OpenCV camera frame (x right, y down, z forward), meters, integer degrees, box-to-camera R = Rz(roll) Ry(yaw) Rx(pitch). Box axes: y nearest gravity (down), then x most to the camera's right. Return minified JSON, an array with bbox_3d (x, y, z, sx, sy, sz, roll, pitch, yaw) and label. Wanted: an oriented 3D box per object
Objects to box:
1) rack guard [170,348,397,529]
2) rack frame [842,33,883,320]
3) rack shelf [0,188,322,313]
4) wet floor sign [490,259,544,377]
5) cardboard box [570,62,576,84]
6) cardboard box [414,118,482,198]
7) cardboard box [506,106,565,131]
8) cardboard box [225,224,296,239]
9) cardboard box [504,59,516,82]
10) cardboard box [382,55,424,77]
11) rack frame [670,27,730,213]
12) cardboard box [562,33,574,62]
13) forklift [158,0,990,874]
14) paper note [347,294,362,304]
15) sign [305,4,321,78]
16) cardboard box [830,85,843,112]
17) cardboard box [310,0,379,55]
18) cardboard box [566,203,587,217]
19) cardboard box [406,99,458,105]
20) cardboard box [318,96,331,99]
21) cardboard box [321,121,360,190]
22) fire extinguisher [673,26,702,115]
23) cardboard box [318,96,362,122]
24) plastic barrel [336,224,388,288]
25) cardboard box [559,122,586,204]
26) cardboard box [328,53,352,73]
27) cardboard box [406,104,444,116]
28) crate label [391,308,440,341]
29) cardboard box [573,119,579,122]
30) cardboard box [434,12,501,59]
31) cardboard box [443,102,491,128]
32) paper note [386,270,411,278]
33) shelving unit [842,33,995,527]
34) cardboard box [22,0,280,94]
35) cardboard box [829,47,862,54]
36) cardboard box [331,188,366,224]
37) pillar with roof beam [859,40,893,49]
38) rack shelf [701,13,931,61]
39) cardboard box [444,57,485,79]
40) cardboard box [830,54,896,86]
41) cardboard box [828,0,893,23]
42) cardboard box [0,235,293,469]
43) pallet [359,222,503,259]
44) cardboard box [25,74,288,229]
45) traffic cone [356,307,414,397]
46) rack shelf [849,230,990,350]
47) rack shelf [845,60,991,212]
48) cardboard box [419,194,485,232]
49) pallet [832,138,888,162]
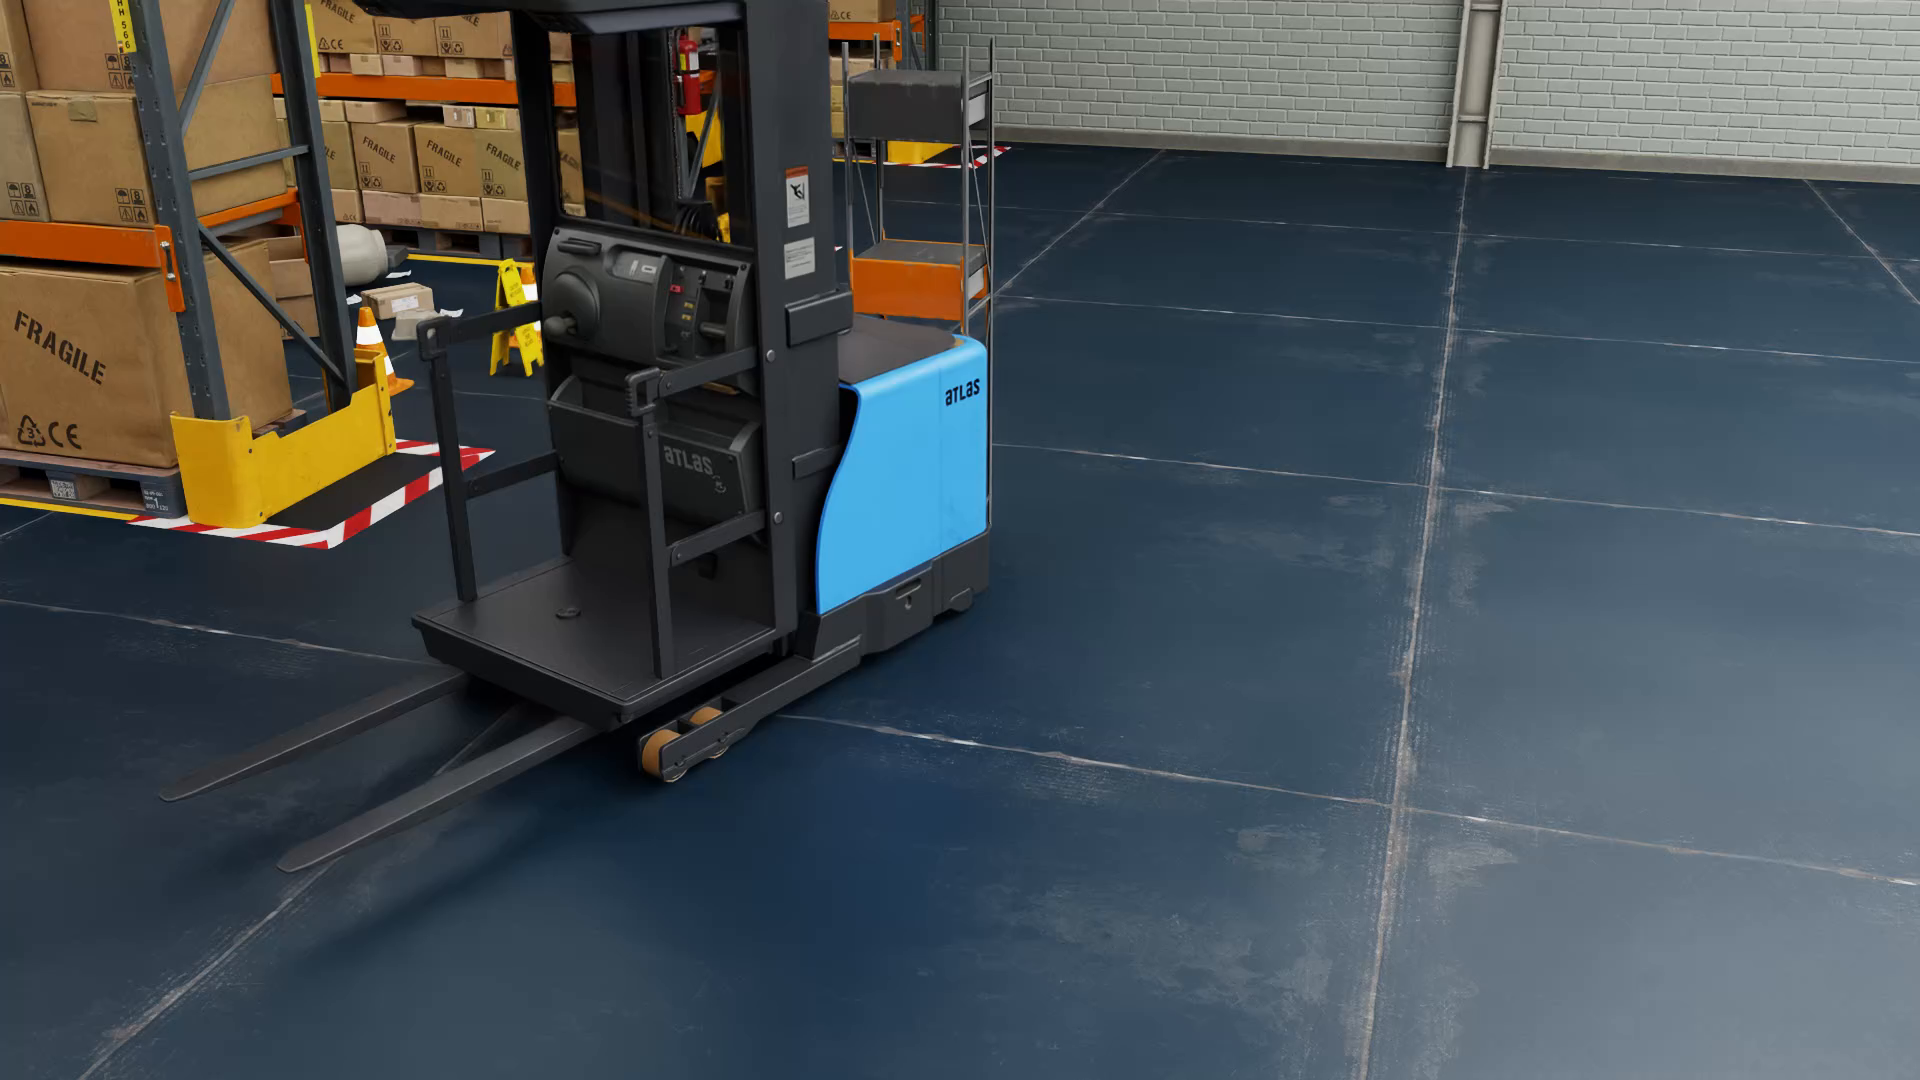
[{"bbox_3d":[-3.155,-0.505,7.843,0.348,0.500,1.175,7,23,16],"label":"rack guard"},{"bbox_3d":[-0.392,-1.016,6.981,0.015,2.100,0.400,7,23,16],"label":"rack frame"},{"bbox_3d":[-5.092,-1.551,8.046,4.000,0.370,1.077,7,23,16],"label":"rack shelf"},{"bbox_3d":[-2.578,-1.291,9.568,0.232,0.644,0.267,3,22,6],"label":"wet floor sign"},{"bbox_3d":[-2.539,-3.308,11.714,0.250,0.149,0.380,6,23,15],"label":"cardboard box"},{"bbox_3d":[-3.669,-2.850,12.347,0.500,0.500,0.500,6,23,14],"label":"cardboard box"},{"bbox_3d":[-3.058,-3.052,11.985,0.250,0.149,0.380,7,23,17],"label":"cardboard box"},{"bbox_3d":[-5.041,-2.145,11.838,0.500,0.500,0.500,-14,26,-30],"label":"cardboard box"},{"bbox_3d":[-3.033,-3.362,11.844,0.250,0.149,0.380,7,23,16],"label":"cardboard box"},{"bbox_3d":[-3.994,-3.484,12.142,0.250,0.149,0.380,6,23,15],"label":"cardboard box"},{"bbox_3d":[-1.845,-3.474,11.786,0.127,3.000,1.000,7,23,16],"label":"rack frame"},{"bbox_3d":[-2.444,-3.617,11.612,0.500,0.500,0.500,6,23,15],"label":"cardboard box"},{"bbox_3d":[-1.171,-0.785,5.323,1.130,2.935,3.031,16,27,34],"label":"forklift"},{"bbox_3d":[-4.094,-1.623,11.202,0.142,0.019,0.148,16,27,34],"label":"paper note"},{"bbox_3d":[-3.012,-2.303,7.686,0.005,0.325,0.100,7,23,16],"label":"sign"},{"bbox_3d":[-0.971,-4.371,16.385,0.500,0.250,0.500,6,23,15],"label":"cardboard box"},{"bbox_3d":[-4.369,-3.840,12.156,0.500,0.500,0.500,6,23,15],"label":"cardboard box"},{"bbox_3d":[-2.719,-2.390,12.213,0.500,0.250,0.500,6,23,15],"label":"cardboard box"},{"bbox_3d":[-5.487,-4.953,17.968,0.625,0.625,0.875,6,23,15],"label":"cardboard box"},{"bbox_3d":[-6.852,-5.108,18.347,0.625,0.625,0.875,7,23,17],"label":"cardboard box"},{"bbox_3d":[-4.671,-2.964,12.626,0.500,0.500,0.500,8,23,18],"label":"cardboard box"},{"bbox_3d":[-1.868,-3.258,11.362,0.183,0.674,0.296,7,23,16],"label":"fire extinguisher"},{"bbox_3d":[-4.592,-3.228,12.413,0.250,0.149,0.380,7,23,18],"label":"cardboard box"},{"bbox_3d":[-4.259,-1.958,11.486,0.512,0.421,0.421,-14,26,-30],"label":"plastic barrel"},{"bbox_3d":[-2.687,-2.736,12.069,0.500,0.500,0.500,7,23,16],"label":"cardboard box"},{"bbox_3d":[-4.454,-3.561,12.329,0.250,0.149,0.380,6,23,15],"label":"cardboard box"},{"bbox_3d":[-4.054,-3.104,12.965,0.500,0.500,0.500,8,24,18],"label":"cardboard box"},{"bbox_3d":[-3.395,-1.351,10.383,0.298,0.136,0.250,-5,23,-12],"label":"crate label"},{"bbox_3d":[-2.560,-2.934,12.553,0.500,0.500,0.500,6,23,14],"label":"cardboard box"},{"bbox_3d":[-3.400,-3.730,11.887,0.500,0.500,0.500,6,23,15],"label":"cardboard box"},{"bbox_3d":[-3.549,-3.110,12.127,0.250,0.149,0.380,8,23,18],"label":"cardboard box"},{"bbox_3d":[-4.001,-1.897,11.855,0.148,0.019,0.142,-1,22,-3],"label":"paper note"},{"bbox_3d":[-0.158,-0.990,6.916,0.503,2.100,0.431,7,23,16],"label":"shelving unit"},{"bbox_3d":[-3.522,-2.288,7.275,0.550,0.550,0.875,7,23,16],"label":"cardboard box"},{"bbox_3d":[-1.299,-4.837,16.863,0.500,0.250,0.500,7,23,16],"label":"cardboard box"},{"bbox_3d":[-4.673,-2.617,12.768,0.500,0.250,0.500,8,24,19],"label":"cardboard box"},{"bbox_3d":[-2.064,-6.893,12.217,0.400,9.000,9.100,7,23,16],"label":"pillar with roof beam"},{"bbox_3d":[-2.329,-5.164,16.855,4.000,0.370,1.077,7,23,16],"label":"rack shelf"},{"bbox_3d":[-3.509,-3.436,12.024,0.250,0.149,0.380,6,23,15],"label":"cardboard box"},{"bbox_3d":[-0.945,-4.600,16.283,0.500,0.250,0.500,7,23,17],"label":"cardboard box"},{"bbox_3d":[-0.961,-5.283,16.064,0.500,0.500,0.500,6,23,14],"label":"cardboard box"},{"bbox_3d":[-3.846,-0.926,7.821,0.875,0.875,0.875,7,23,16],"label":"cardboard box"},{"bbox_3d":[-3.849,-2.428,12.912,1.213,0.211,1.003,7,23,16],"label":"pallet"},{"bbox_3d":[-3.546,-1.758,7.406,0.550,0.550,0.875,7,23,16],"label":"cardboard box"},{"bbox_3d":[-3.276,-1.065,9.256,0.334,0.463,0.336,7,23,16],"label":"traffic cone"},{"bbox_3d":[-0.158,-0.977,6.921,0.480,0.518,0.431,7,23,16],"label":"rack shelf"},{"bbox_3d":[-0.158,-1.625,6.655,0.480,0.518,0.431,7,23,16],"label":"rack shelf"},{"bbox_3d":[-3.692,-2.502,12.487,0.500,0.250,0.500,6,23,14],"label":"cardboard box"},{"bbox_3d":[-1.159,-4.056,16.881,1.213,0.211,1.003,7,23,16],"label":"pallet"}]
